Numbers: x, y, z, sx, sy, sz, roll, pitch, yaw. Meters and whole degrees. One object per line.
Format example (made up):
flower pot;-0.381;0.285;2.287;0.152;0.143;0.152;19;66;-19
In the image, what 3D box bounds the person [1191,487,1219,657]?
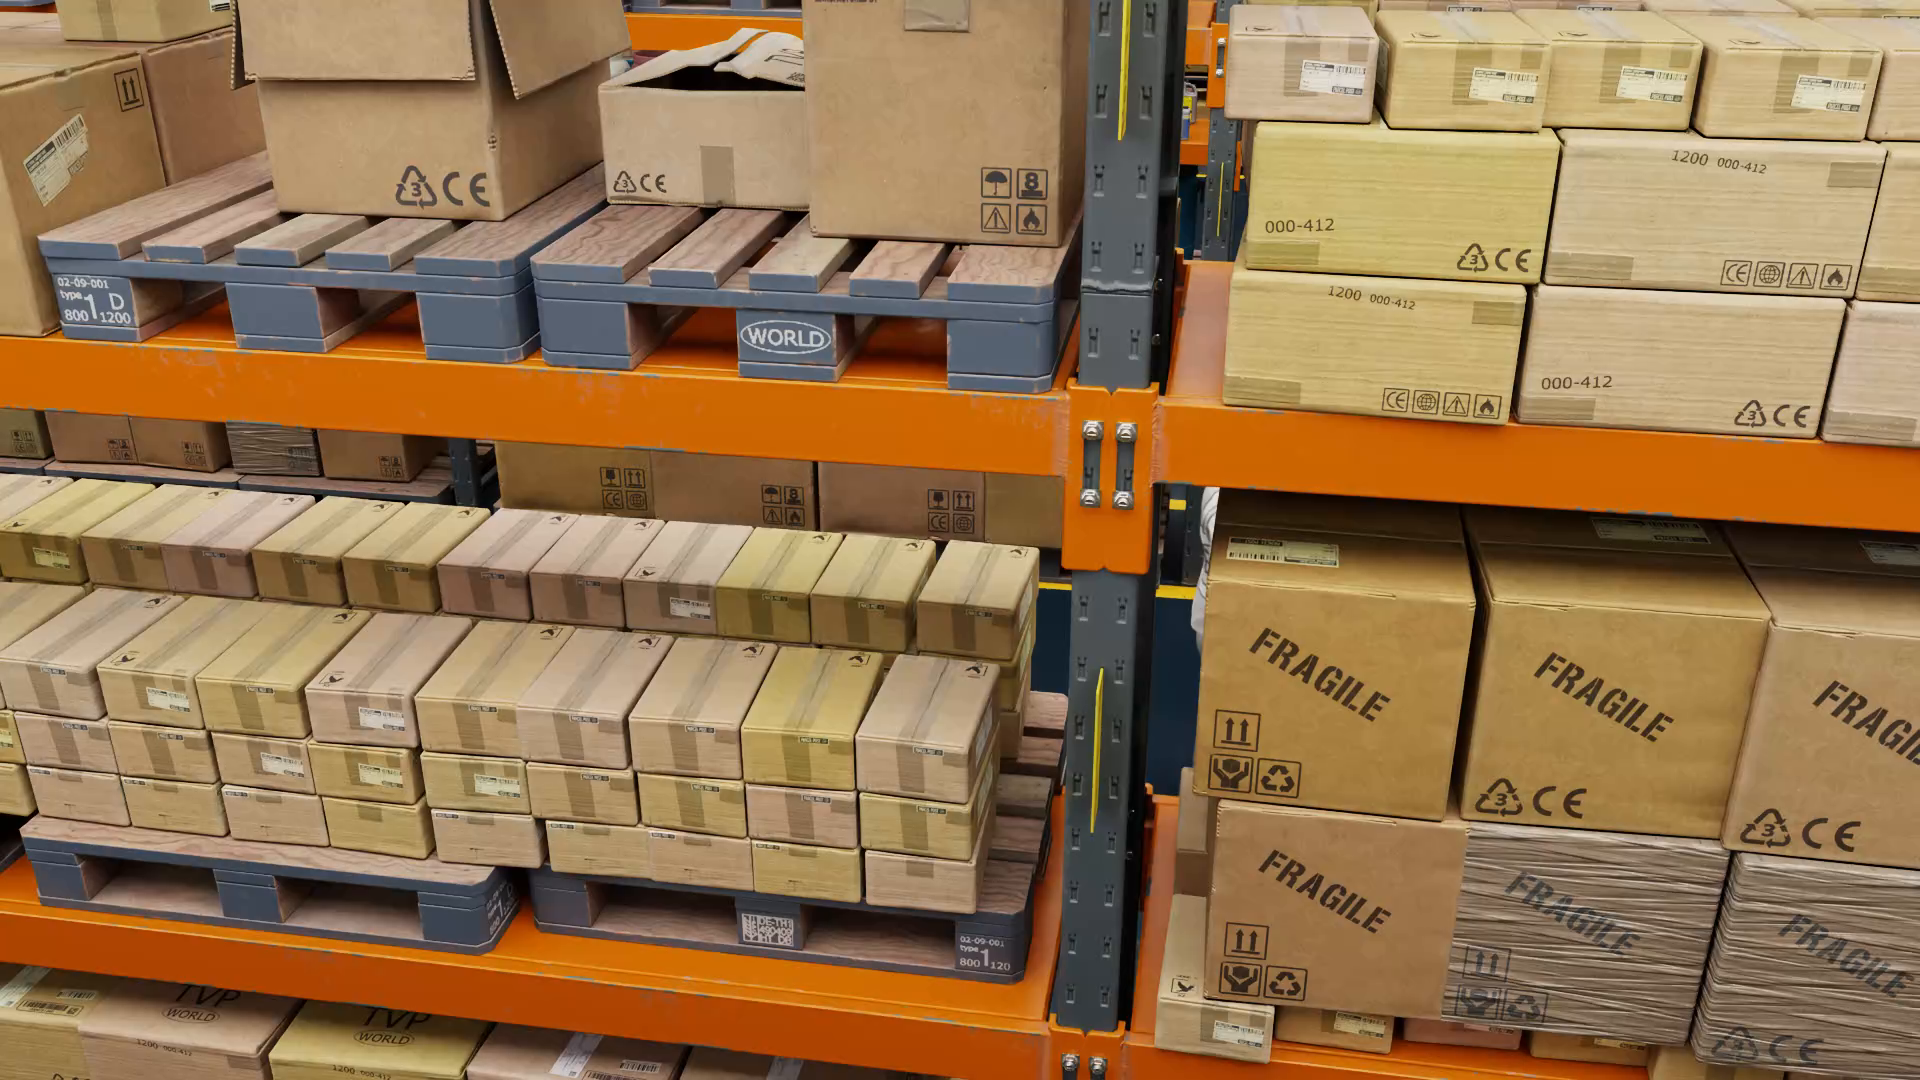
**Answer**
person;1.088;0.324;6.415;0.393;1.749;0.528;5;25;10
